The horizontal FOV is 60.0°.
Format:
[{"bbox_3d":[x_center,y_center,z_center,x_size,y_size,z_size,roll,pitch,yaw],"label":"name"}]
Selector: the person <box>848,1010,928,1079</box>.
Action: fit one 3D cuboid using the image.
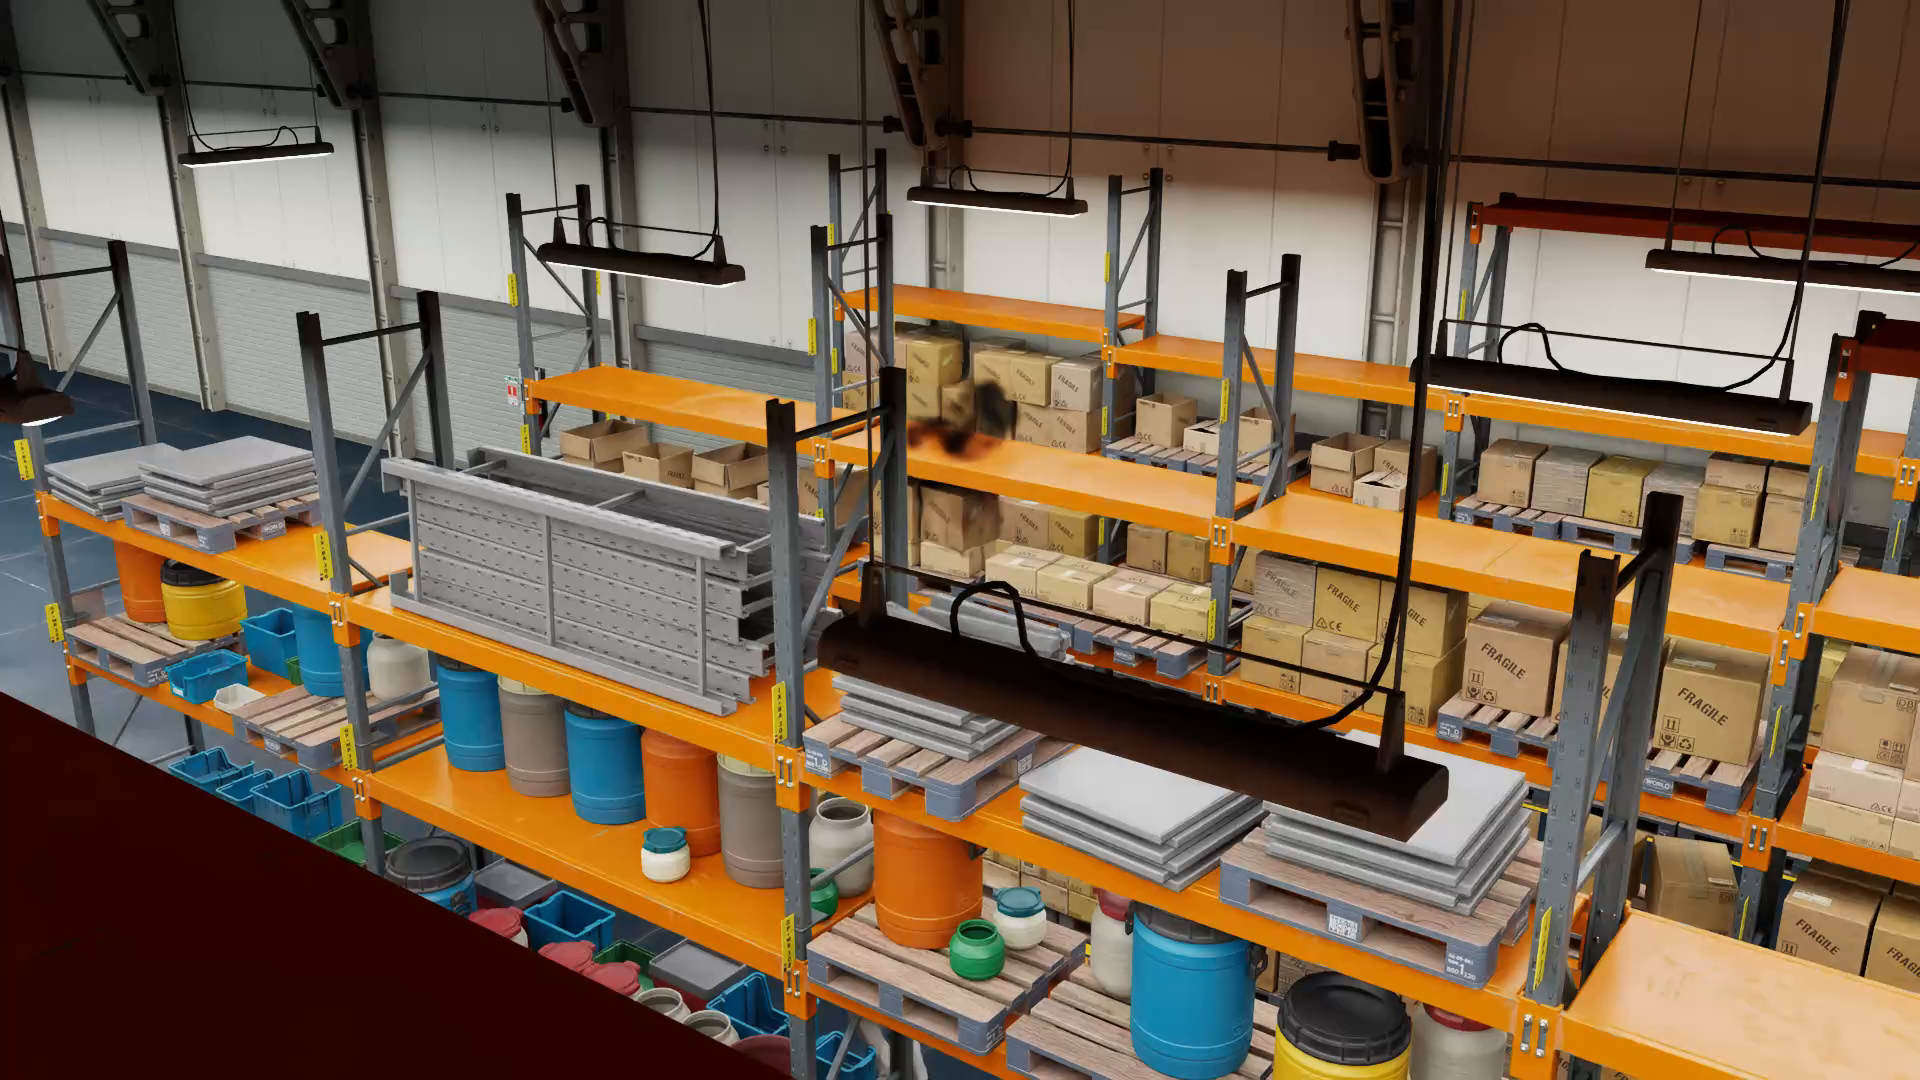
[{"bbox_3d":[-0.546,3.119,12.042,0.694,1.674,0.706,15,24,38],"label":"person"}]
